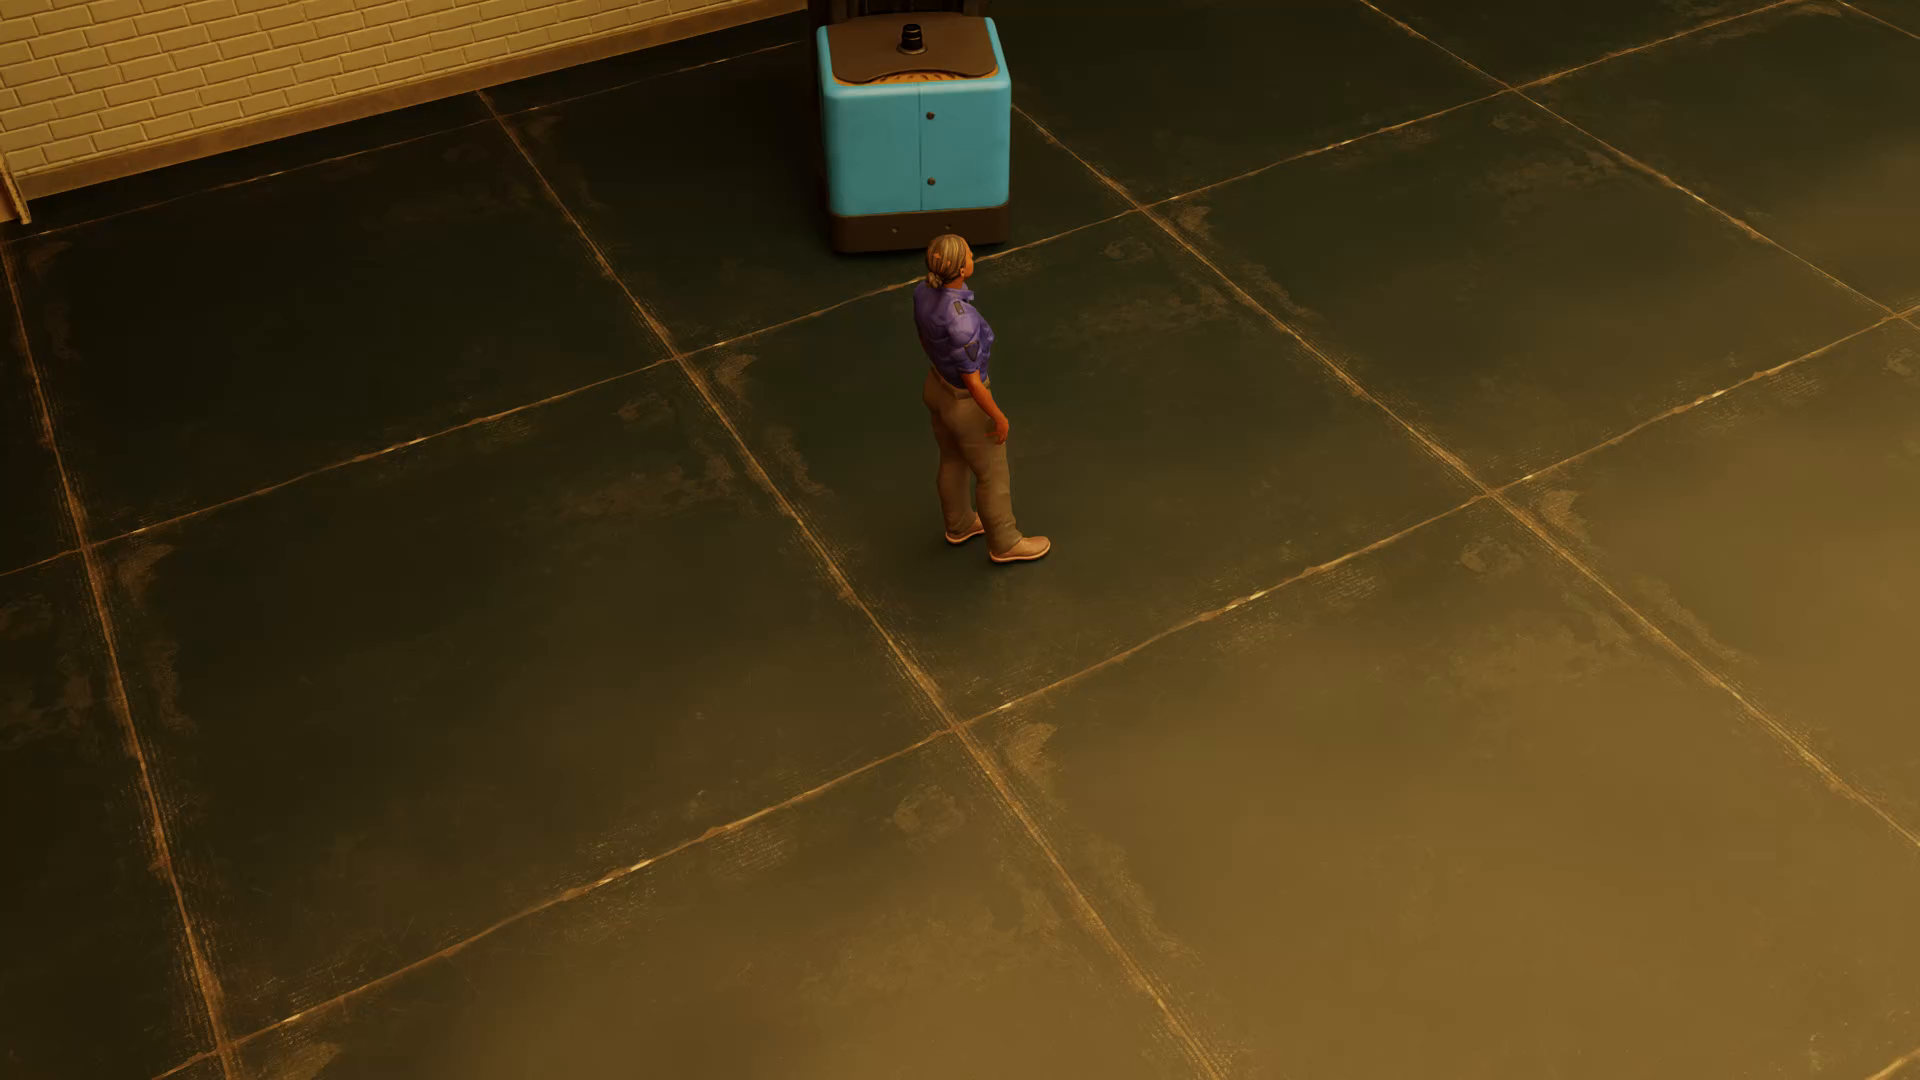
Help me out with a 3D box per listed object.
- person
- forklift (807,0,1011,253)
[{"bbox_3d":[0.086,-0.630,7.305,0.503,1.656,0.569,-21,47,-21],"label":"person"},{"bbox_3d":[-0.392,-3.721,9.710,1.130,2.935,3.031,-5,43,-5],"label":"forklift"}]
